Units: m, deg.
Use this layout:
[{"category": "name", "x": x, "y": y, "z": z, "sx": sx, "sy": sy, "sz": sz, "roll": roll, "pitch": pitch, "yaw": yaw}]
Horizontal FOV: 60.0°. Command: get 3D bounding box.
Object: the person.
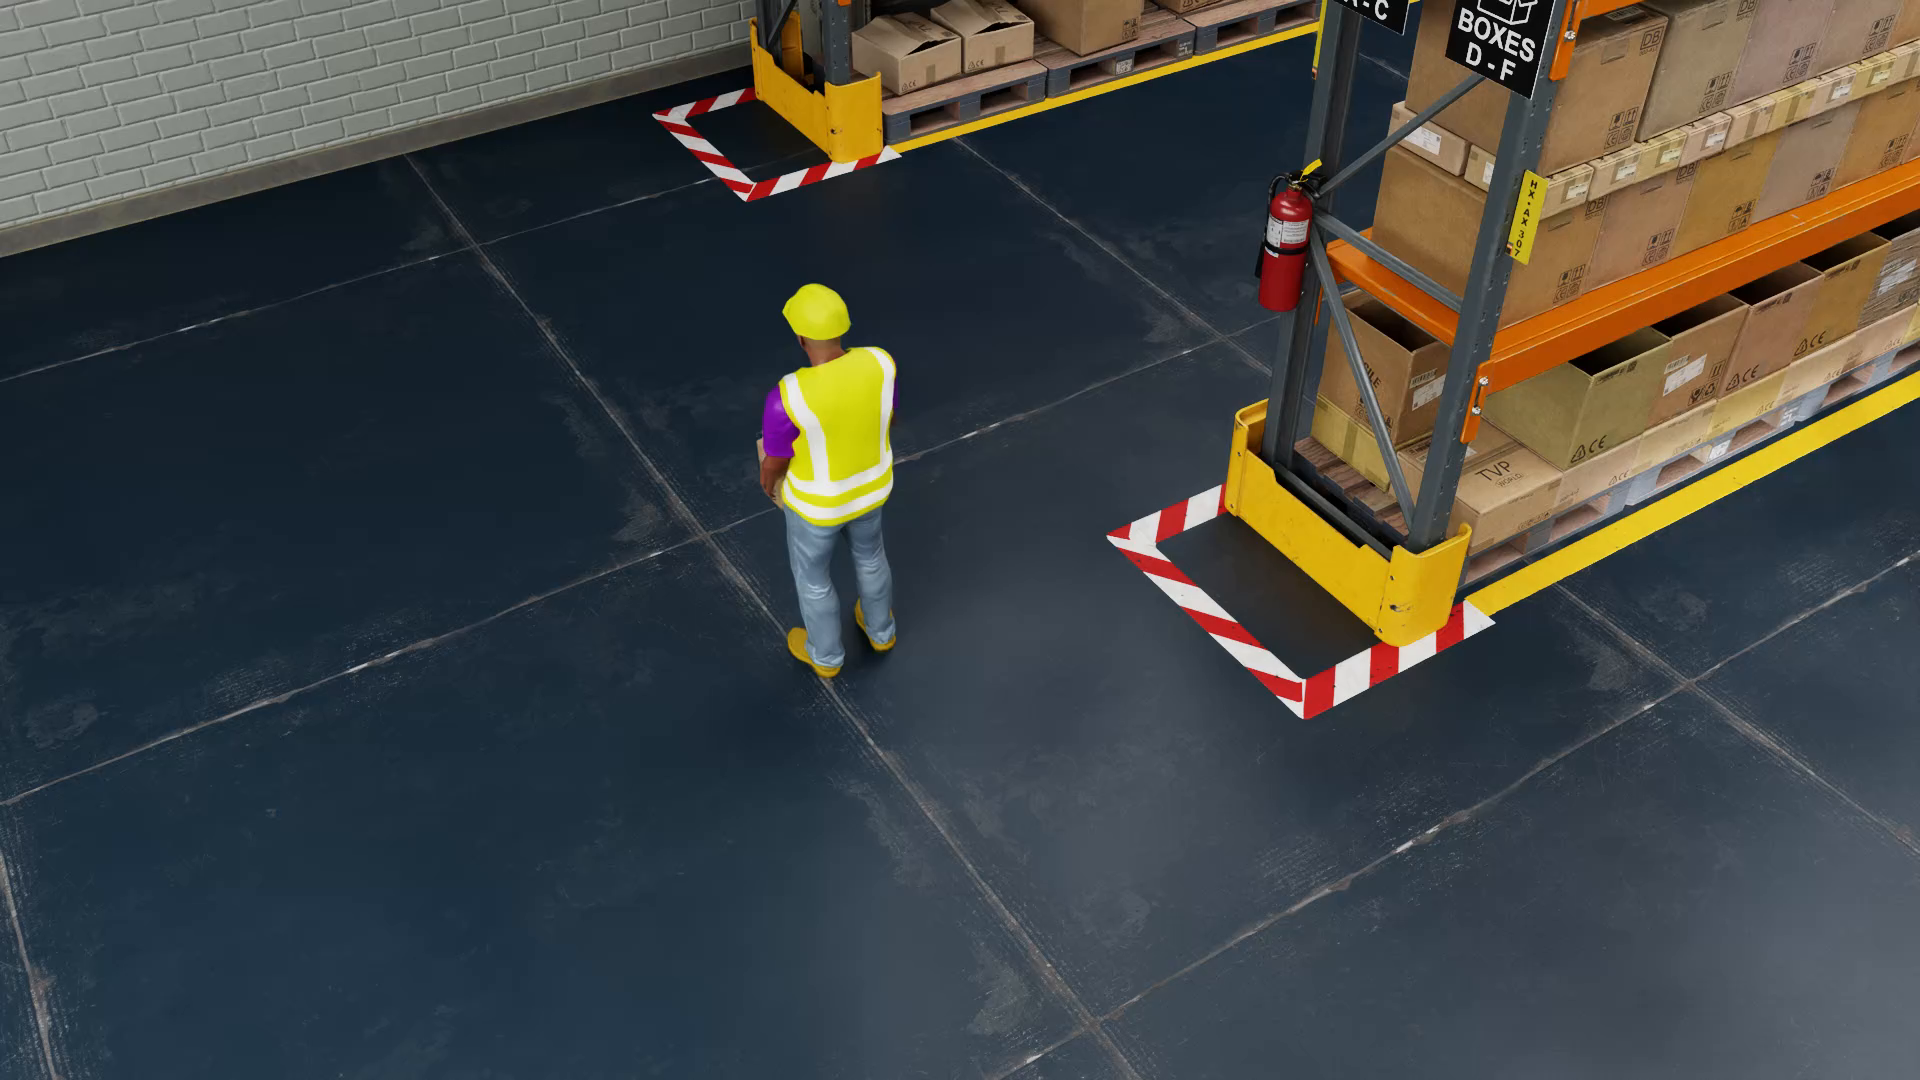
[{"category": "person", "x": -0.501, "y": -0.218, "z": 6.395, "sx": 0.572, "sy": 1.766, "sz": 0.470, "roll": -23, "pitch": 46, "yaw": -25}]
